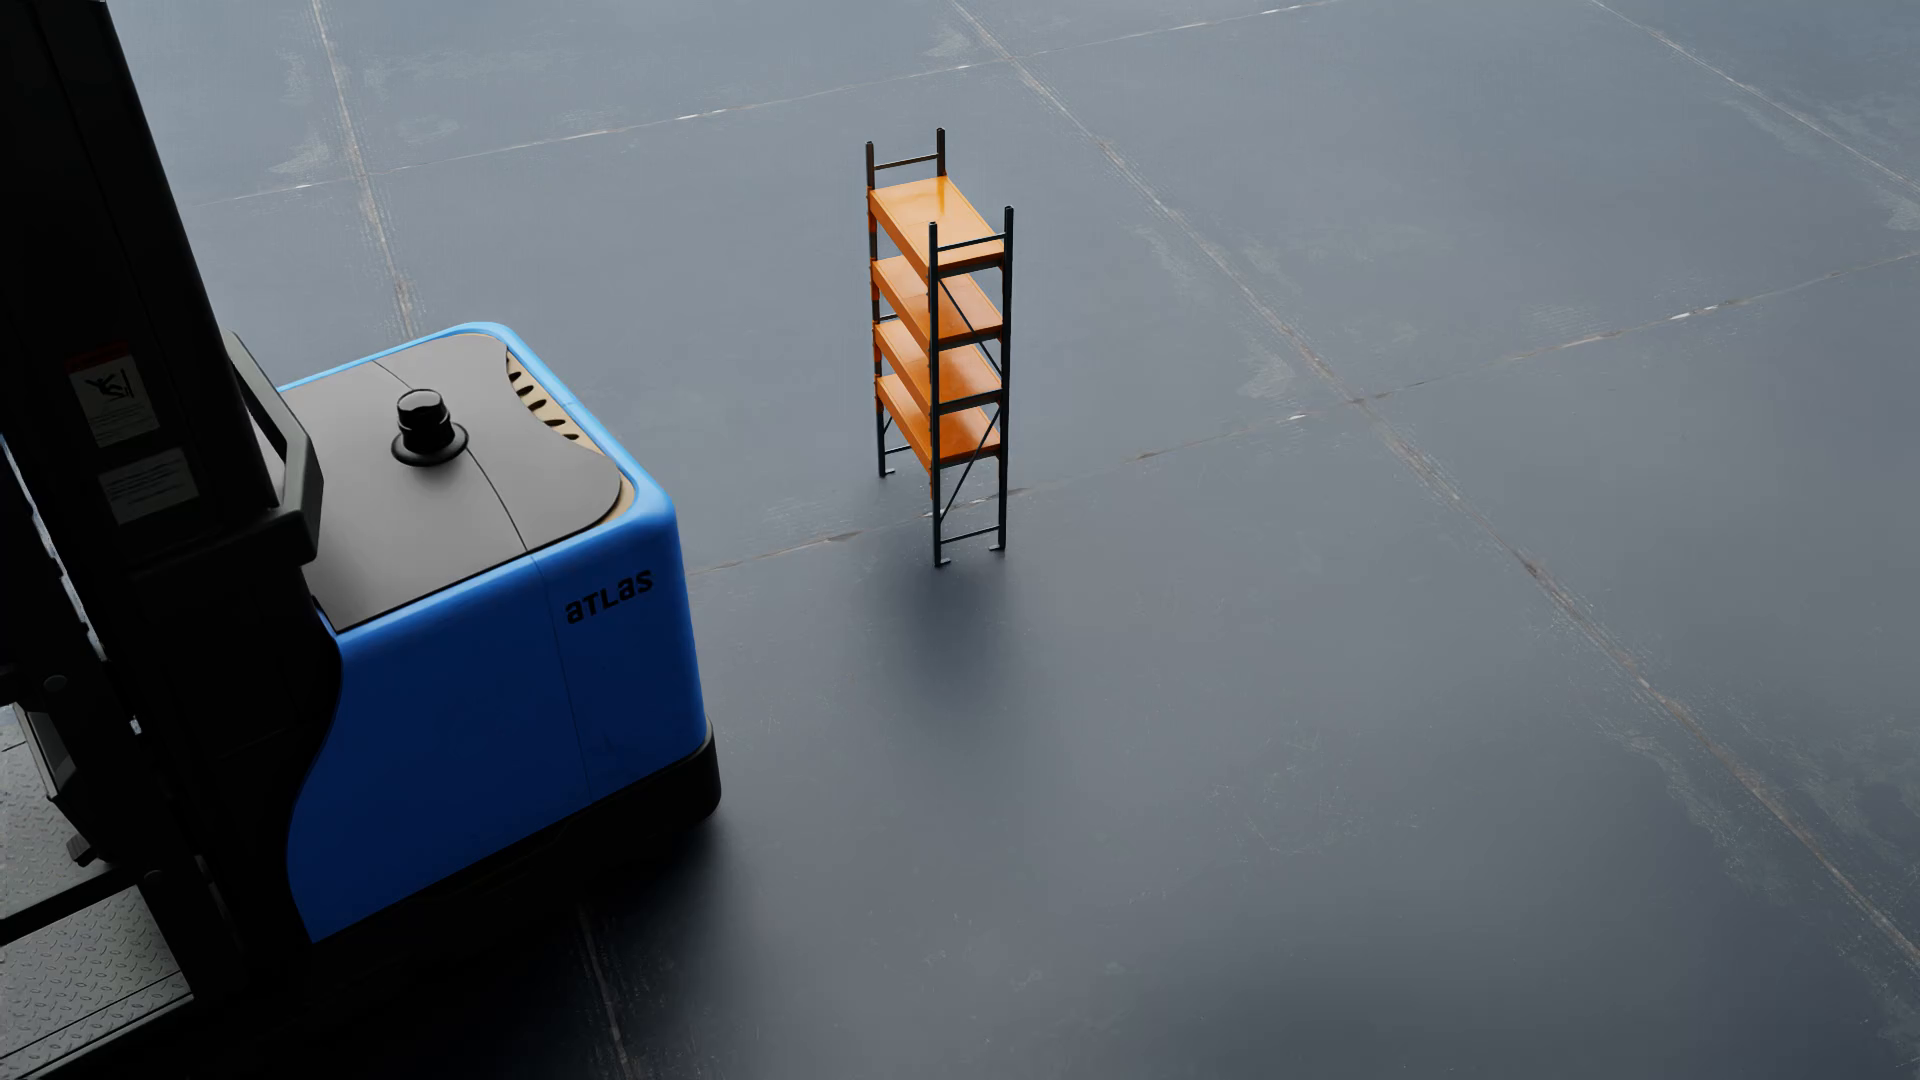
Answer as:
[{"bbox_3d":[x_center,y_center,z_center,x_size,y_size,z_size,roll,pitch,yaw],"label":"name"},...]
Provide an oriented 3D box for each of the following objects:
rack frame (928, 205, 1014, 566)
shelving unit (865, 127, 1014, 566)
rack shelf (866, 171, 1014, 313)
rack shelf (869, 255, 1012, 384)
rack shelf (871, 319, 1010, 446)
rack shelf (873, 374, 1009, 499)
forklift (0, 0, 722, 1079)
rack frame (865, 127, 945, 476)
[{"bbox_3d":[0.030,-0.408,4.804,0.240,1.200,0.015,-15,43,-17],"label":"rack frame"},{"bbox_3d":[-0.063,-0.555,4.975,0.258,1.200,0.503,-15,43,-17],"label":"shelving unit"},{"bbox_3d":[-0.063,-0.853,4.719,0.258,0.148,0.480,-15,43,-17],"label":"rack shelf"},{"bbox_3d":[-0.063,-0.673,4.873,0.258,0.148,0.480,-15,43,-17],"label":"rack shelf"},{"bbox_3d":[-0.063,-0.504,5.019,0.258,0.148,0.480,-15,43,-17],"label":"rack shelf"},{"bbox_3d":[-0.063,-0.353,5.148,0.258,0.148,0.480,-15,43,-17],"label":"rack shelf"},{"bbox_3d":[-2.116,-0.065,3.078,3.031,2.935,1.130,-25,47,-27],"label":"forklift"},{"bbox_3d":[-0.157,-0.702,5.146,0.240,1.200,0.015,-15,43,-17],"label":"rack frame"}]
